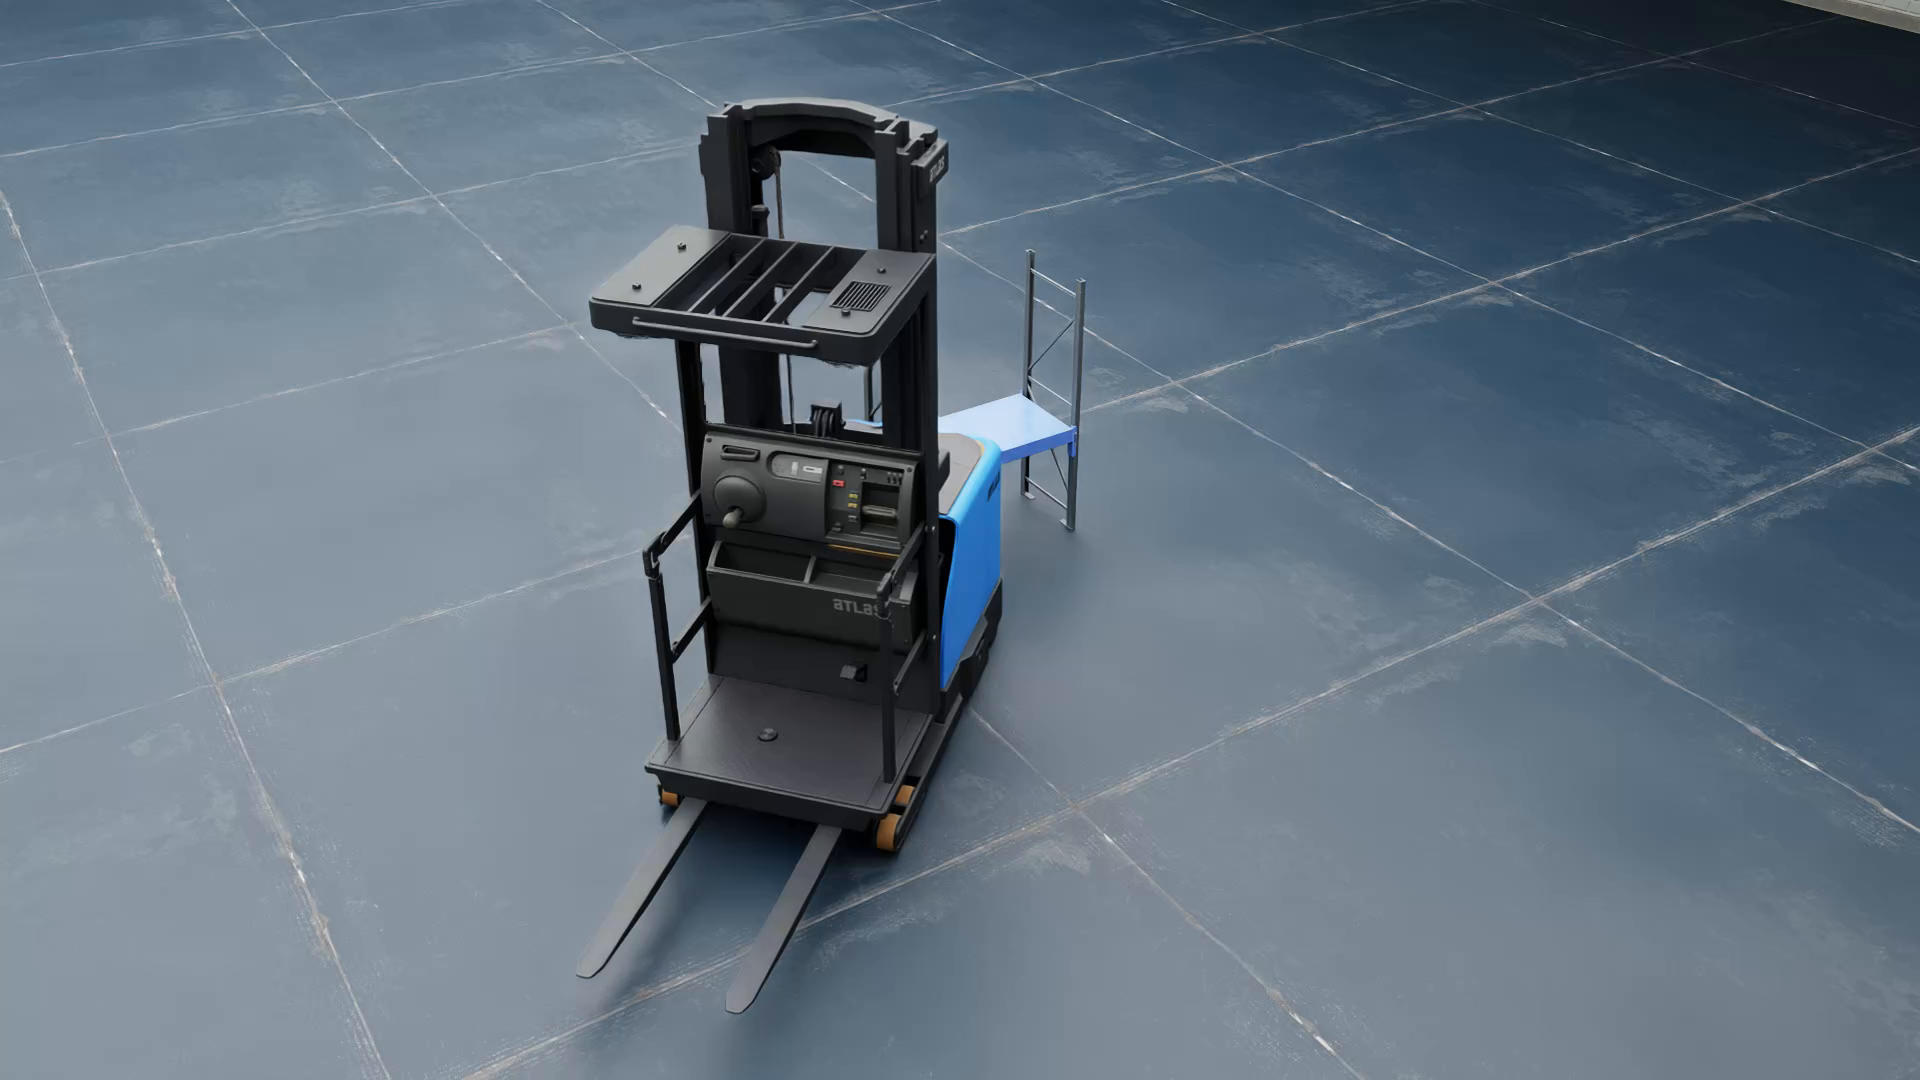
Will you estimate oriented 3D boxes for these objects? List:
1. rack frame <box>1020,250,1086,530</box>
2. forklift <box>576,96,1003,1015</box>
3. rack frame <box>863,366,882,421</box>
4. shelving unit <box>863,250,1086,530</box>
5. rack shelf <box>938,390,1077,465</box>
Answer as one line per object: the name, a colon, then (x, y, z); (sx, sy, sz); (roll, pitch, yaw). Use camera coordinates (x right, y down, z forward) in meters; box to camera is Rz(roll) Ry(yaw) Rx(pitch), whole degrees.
rack frame: (0.499, -0.806, 9.122); (0.032, 1.500, 0.500); (-19, 37, -27)
forklift: (-0.694, -0.141, 6.727); (1.130, 2.935, 3.031); (9, 33, 14)
rack frame: (-0.356, -0.512, 8.656); (0.032, 1.500, 0.500); (-19, 37, -27)
shelving unit: (0.072, -0.659, 8.889); (1.048, 1.500, 0.538); (-19, 37, -27)
rack shelf: (0.072, -0.507, 8.985); (1.000, 0.185, 0.538); (-19, 37, -27)
